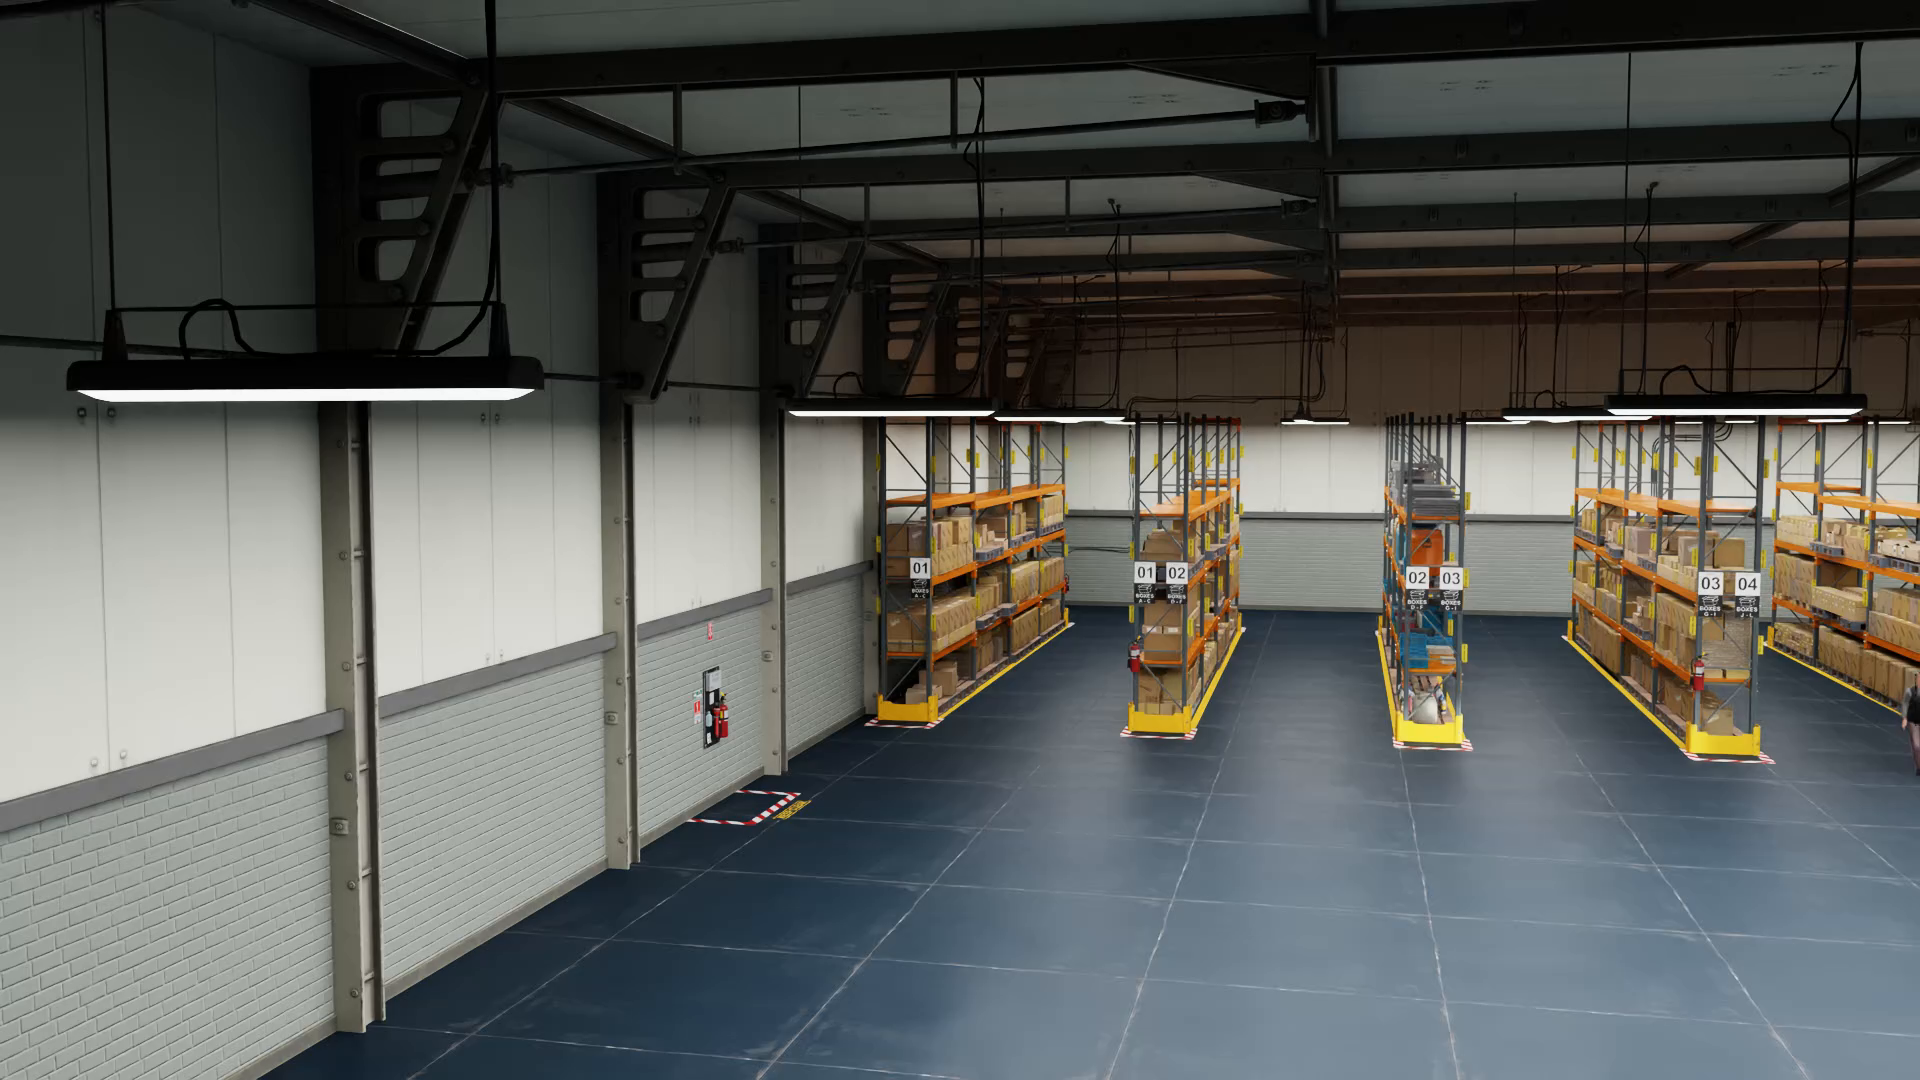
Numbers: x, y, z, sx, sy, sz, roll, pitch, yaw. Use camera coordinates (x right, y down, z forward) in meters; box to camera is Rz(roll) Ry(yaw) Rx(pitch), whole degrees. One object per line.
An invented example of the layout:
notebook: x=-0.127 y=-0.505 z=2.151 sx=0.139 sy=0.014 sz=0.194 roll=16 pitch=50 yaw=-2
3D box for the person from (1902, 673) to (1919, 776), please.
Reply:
person: x=15.903 y=3.020 z=27.482 sx=0.600 sy=1.702 sz=0.617 roll=2 pitch=4 yaw=28
